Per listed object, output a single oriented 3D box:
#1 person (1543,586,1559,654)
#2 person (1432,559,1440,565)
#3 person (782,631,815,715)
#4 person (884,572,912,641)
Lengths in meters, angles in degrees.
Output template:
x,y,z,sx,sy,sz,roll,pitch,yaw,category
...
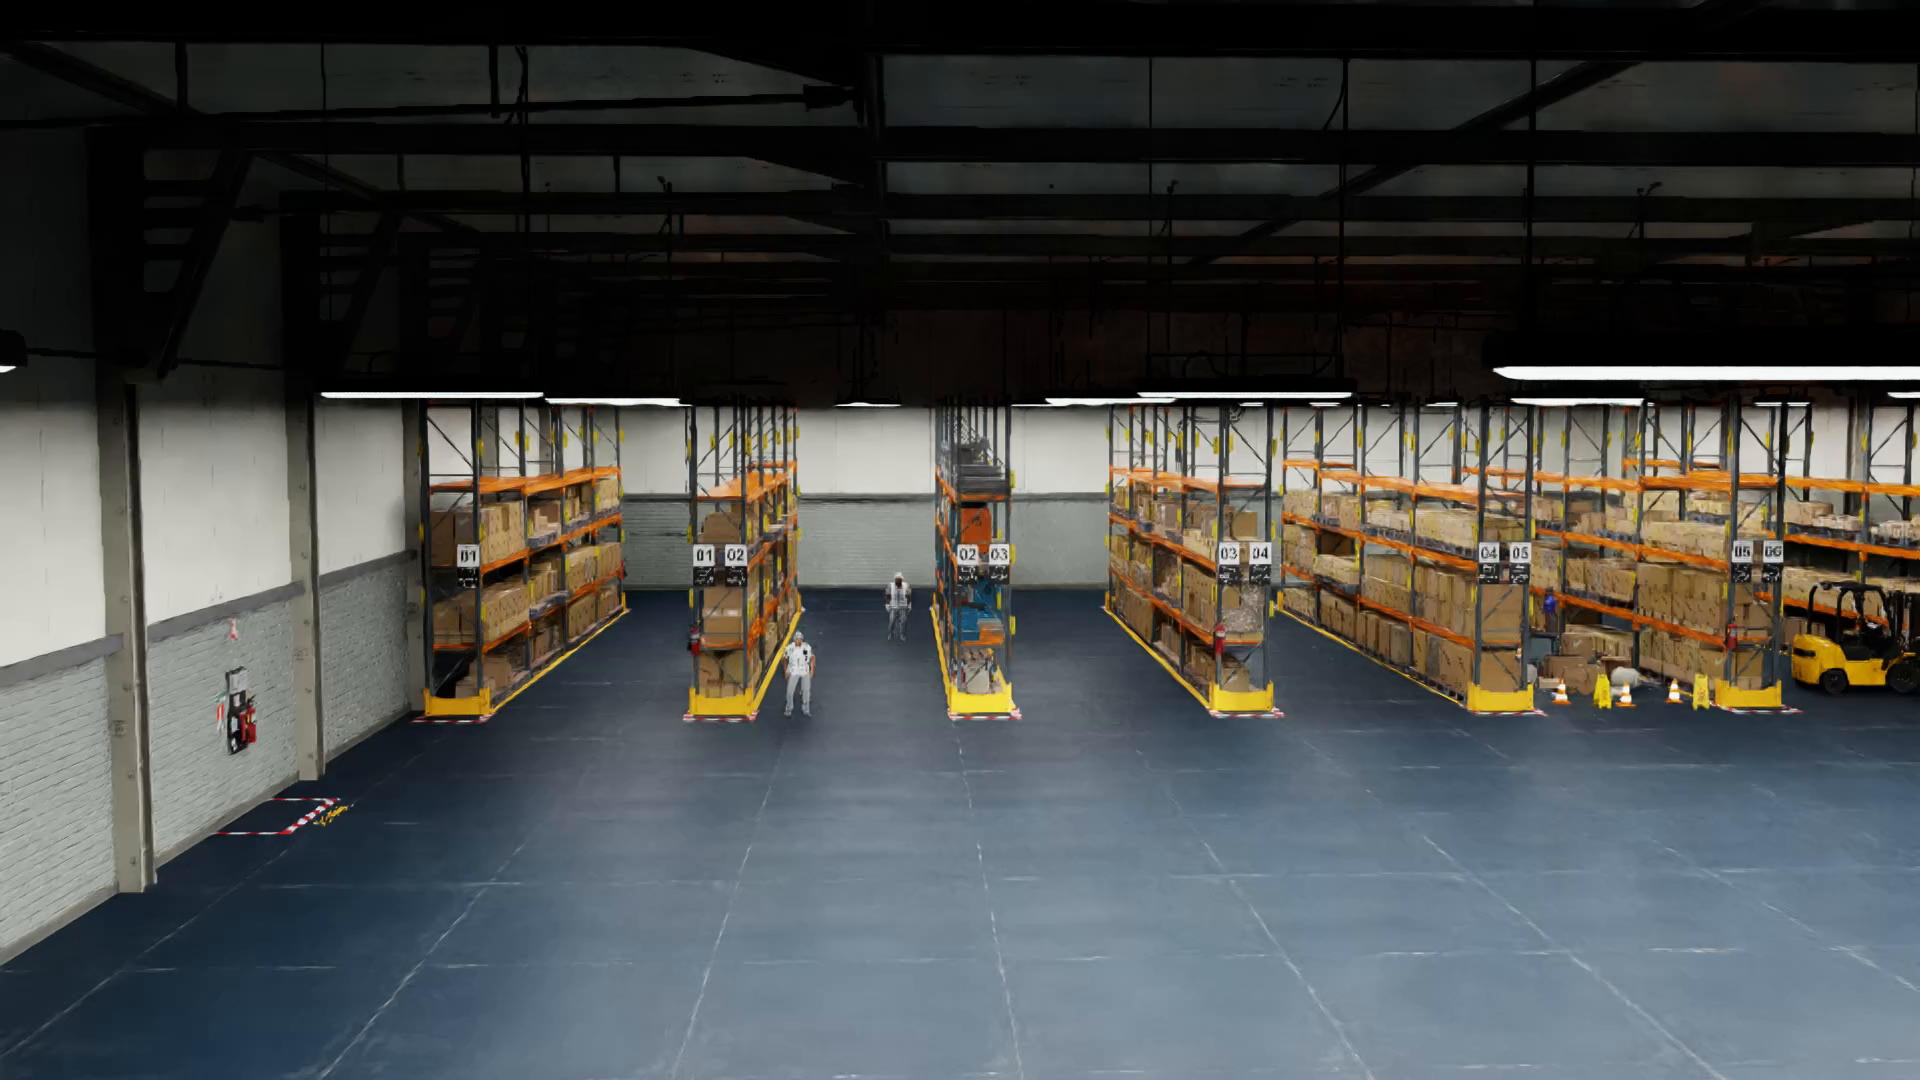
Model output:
x,y,z,sx,sy,sz,roll,pitch,yaw,category
13.513,1.880,38.181,0.549,1.653,0.574,2,5,28,person
12.844,1.333,44.993,0.540,1.668,0.544,1,5,15,person
-3.012,2.486,31.022,0.626,1.610,0.578,0,5,-4,person
-1.520,1.647,40.900,0.702,1.735,0.549,0,5,-4,person
